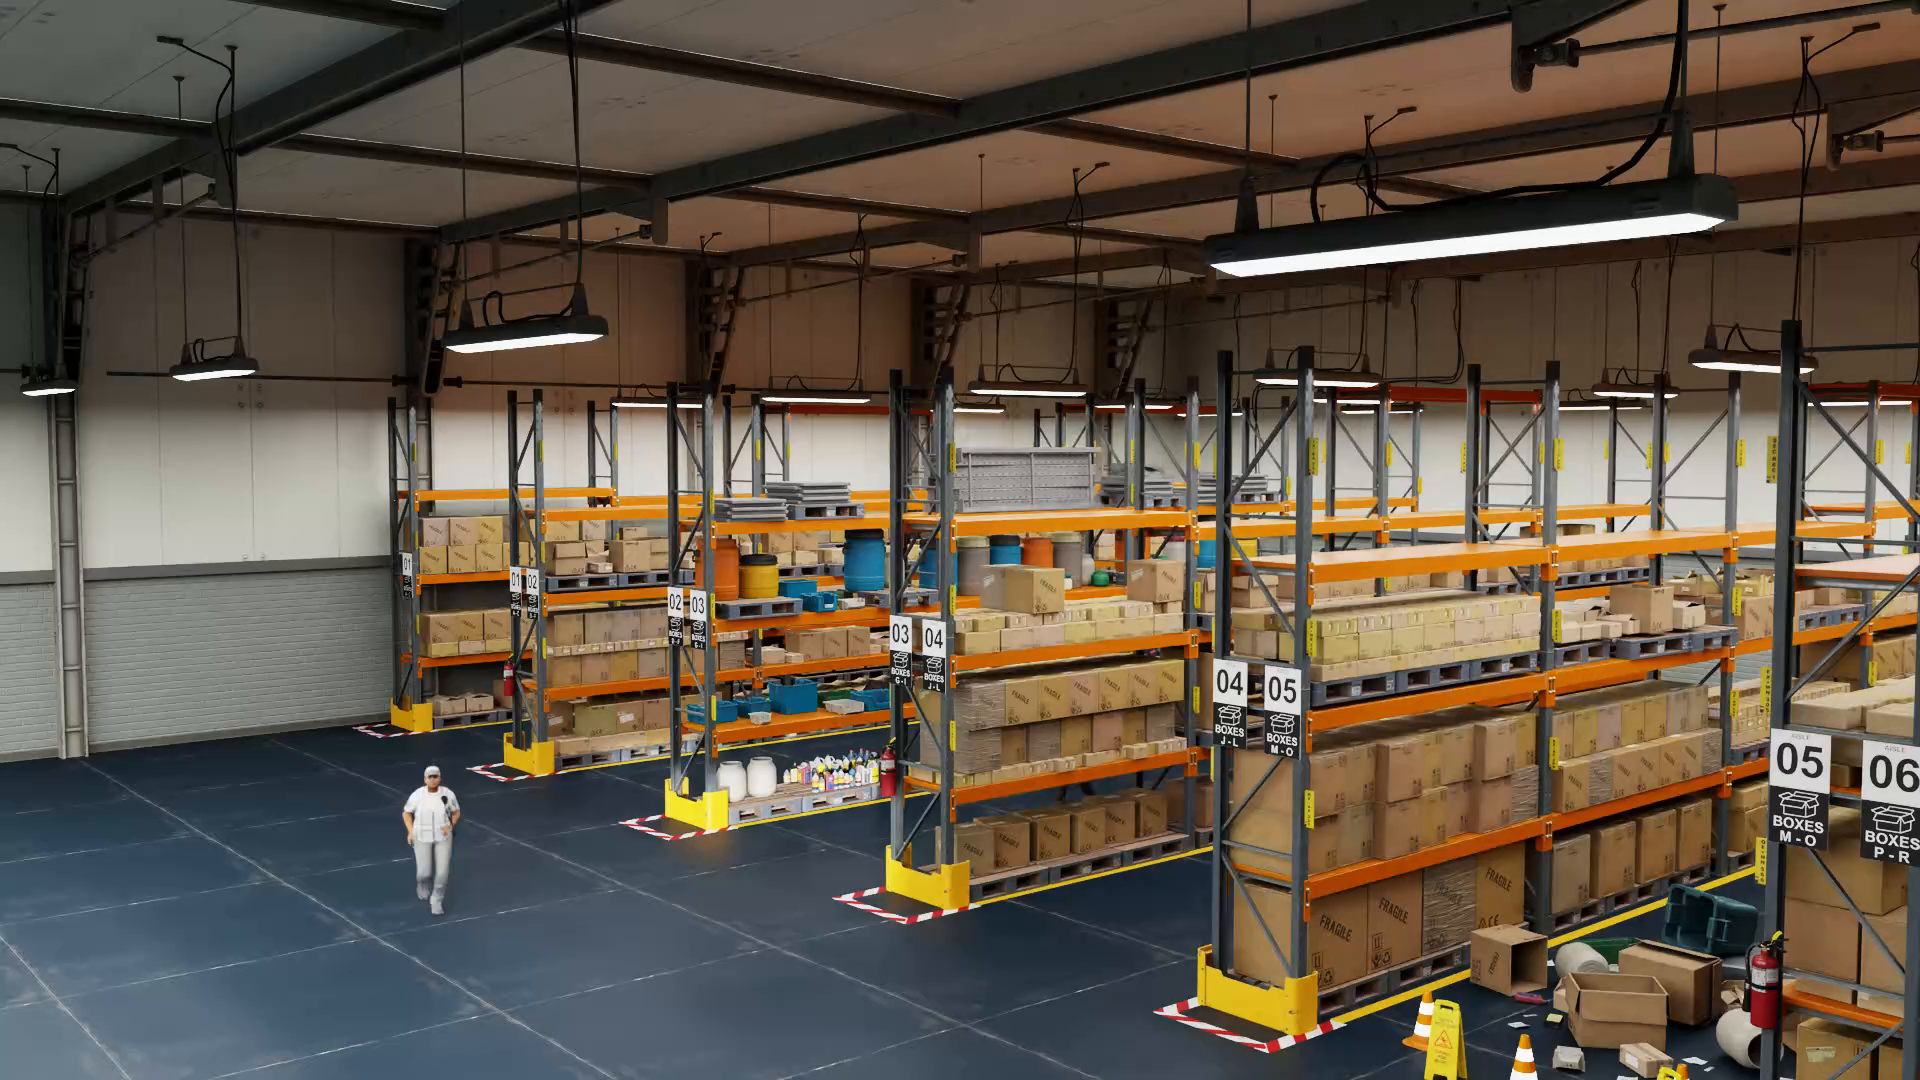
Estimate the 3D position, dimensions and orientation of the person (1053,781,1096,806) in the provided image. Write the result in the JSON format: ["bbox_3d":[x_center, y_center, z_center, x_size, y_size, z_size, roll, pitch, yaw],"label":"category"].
[{"bbox_3d":[1.564,2.936,23.024,0.657,1.733,0.879,3,4,40],"label":"person"}]

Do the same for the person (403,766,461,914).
[{"bbox_3d":[-5.793,3.292,18.280,0.608,1.623,0.549,-1,4,-21],"label":"person"}]
